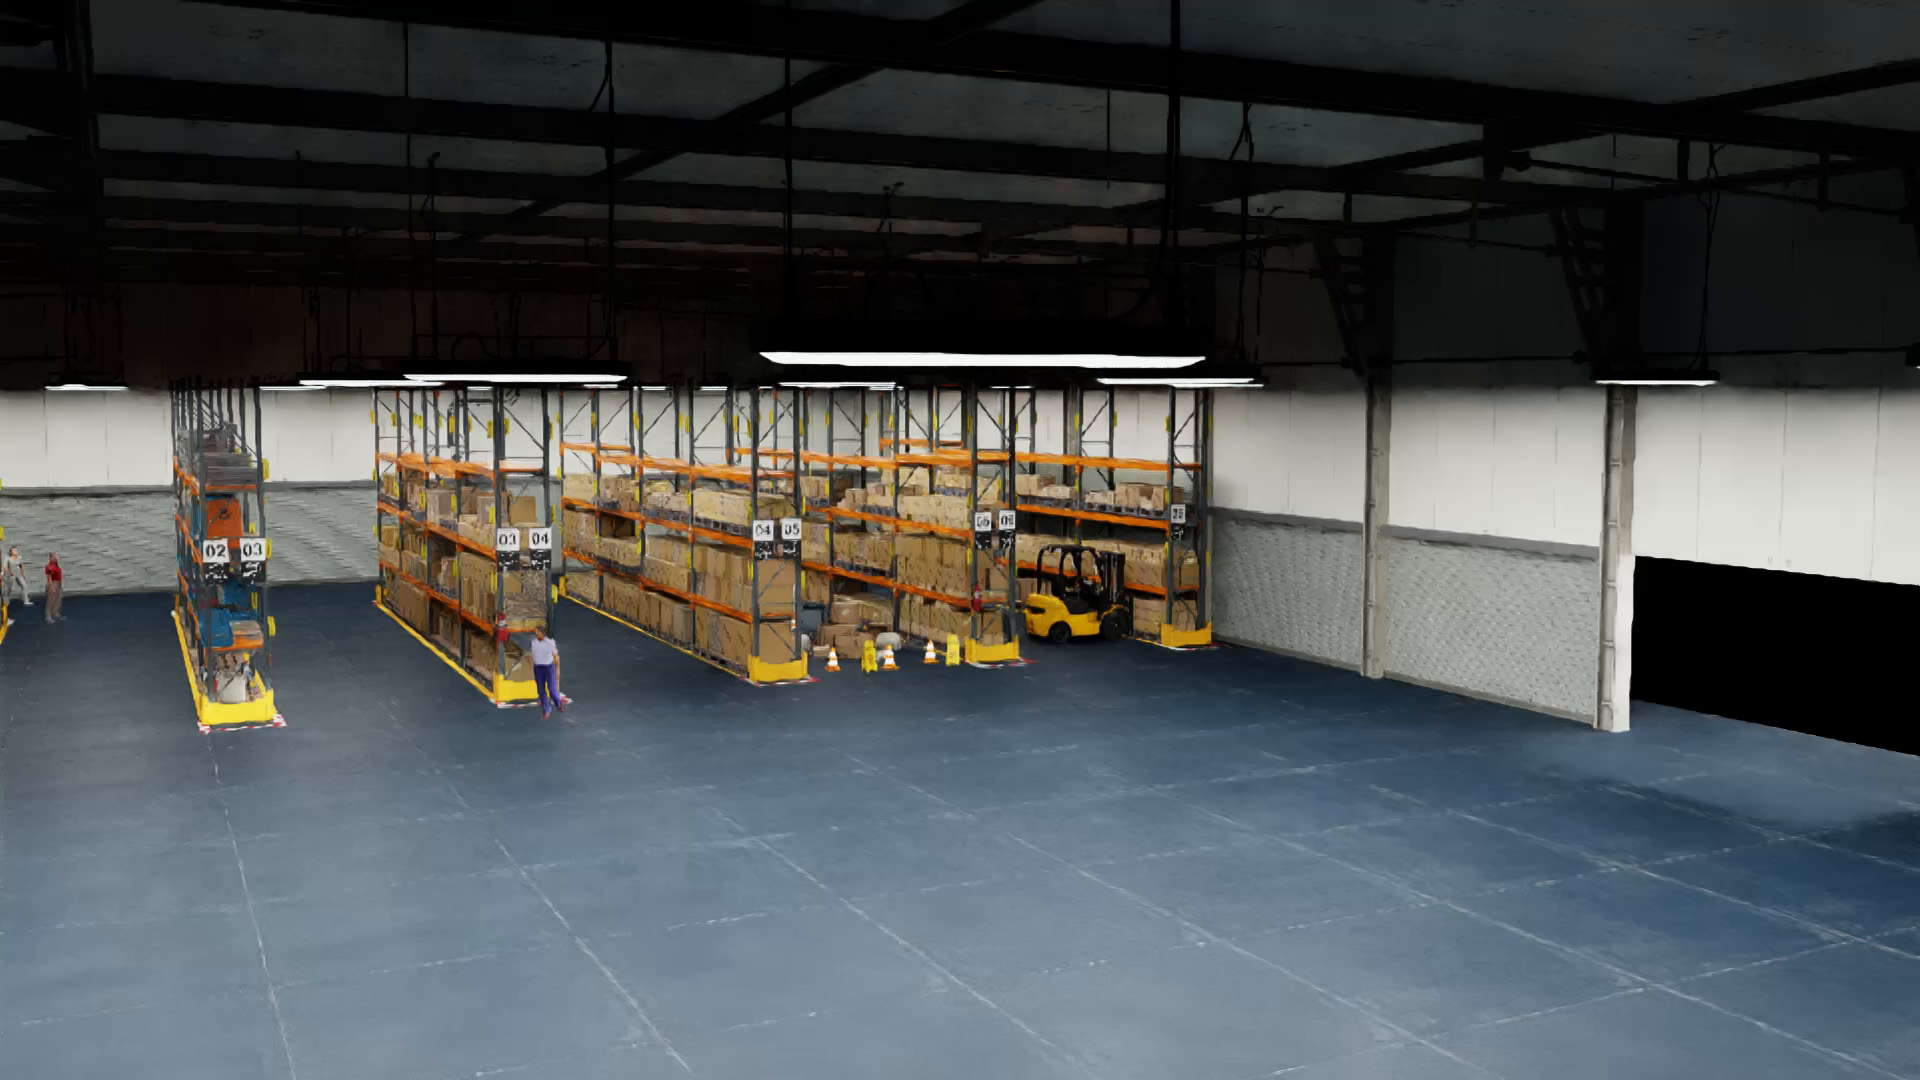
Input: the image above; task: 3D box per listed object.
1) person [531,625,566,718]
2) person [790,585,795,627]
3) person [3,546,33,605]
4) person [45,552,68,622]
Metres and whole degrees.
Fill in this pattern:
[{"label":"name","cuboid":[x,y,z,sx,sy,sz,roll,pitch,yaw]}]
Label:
[{"label":"person","cuboid":[-7.274,2.309,29.349,0.558,1.627,0.523,1,5,11]},{"label":"person","cuboid":[-4.025,1.312,40.145,0.521,1.670,0.560,0,5,1]},{"label":"person","cuboid":[-25.323,0.951,44.553,0.609,1.601,0.813,-5,7,-43]},{"label":"person","cuboid":[-22.582,1.160,41.468,0.415,1.735,0.641,-1,5,-10]}]
